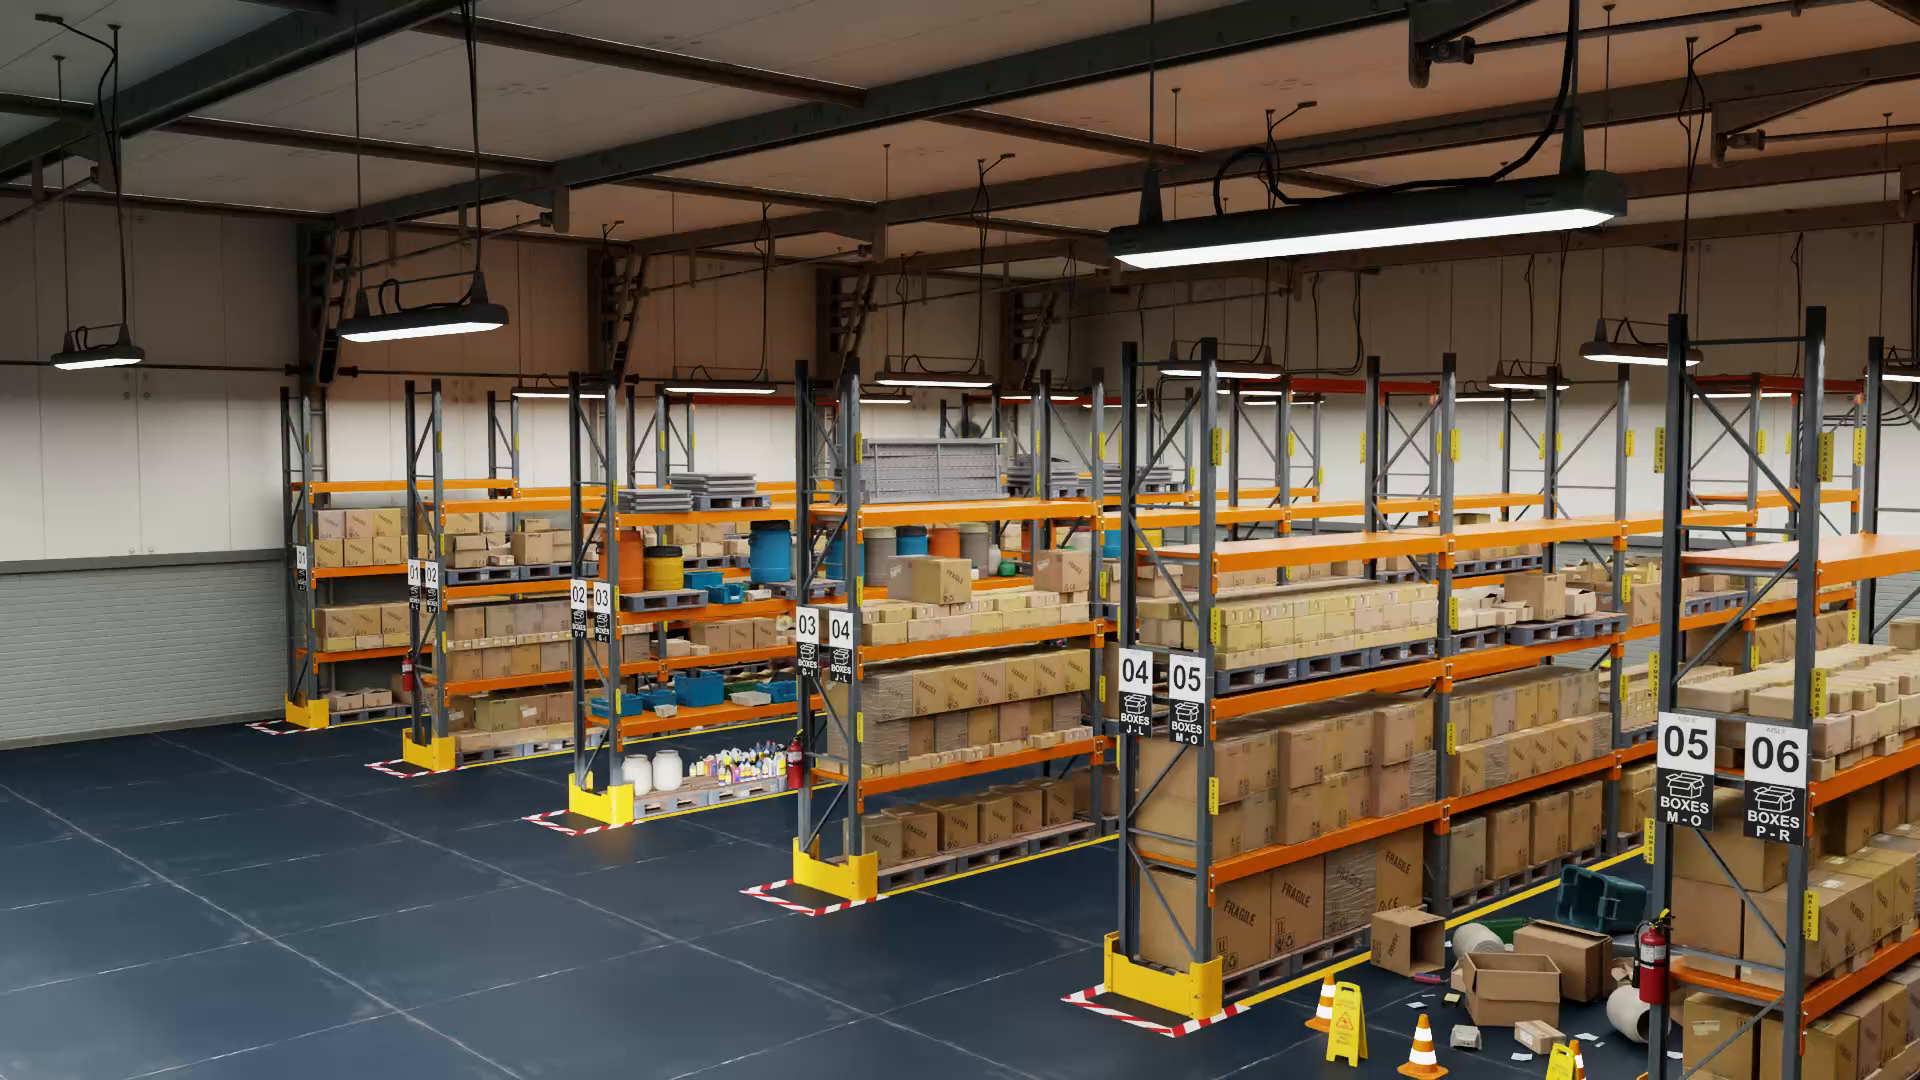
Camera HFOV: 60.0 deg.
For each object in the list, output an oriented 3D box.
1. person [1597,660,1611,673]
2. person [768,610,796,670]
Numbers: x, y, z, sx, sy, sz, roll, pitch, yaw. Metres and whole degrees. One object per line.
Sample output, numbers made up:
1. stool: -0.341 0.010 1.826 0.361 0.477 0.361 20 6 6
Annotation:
1. person: 9.824 2.670 25.223 0.780 1.710 0.713 -2 4 -33
2. person: -3.639 2.138 34.089 0.554 1.710 0.840 3 5 38
